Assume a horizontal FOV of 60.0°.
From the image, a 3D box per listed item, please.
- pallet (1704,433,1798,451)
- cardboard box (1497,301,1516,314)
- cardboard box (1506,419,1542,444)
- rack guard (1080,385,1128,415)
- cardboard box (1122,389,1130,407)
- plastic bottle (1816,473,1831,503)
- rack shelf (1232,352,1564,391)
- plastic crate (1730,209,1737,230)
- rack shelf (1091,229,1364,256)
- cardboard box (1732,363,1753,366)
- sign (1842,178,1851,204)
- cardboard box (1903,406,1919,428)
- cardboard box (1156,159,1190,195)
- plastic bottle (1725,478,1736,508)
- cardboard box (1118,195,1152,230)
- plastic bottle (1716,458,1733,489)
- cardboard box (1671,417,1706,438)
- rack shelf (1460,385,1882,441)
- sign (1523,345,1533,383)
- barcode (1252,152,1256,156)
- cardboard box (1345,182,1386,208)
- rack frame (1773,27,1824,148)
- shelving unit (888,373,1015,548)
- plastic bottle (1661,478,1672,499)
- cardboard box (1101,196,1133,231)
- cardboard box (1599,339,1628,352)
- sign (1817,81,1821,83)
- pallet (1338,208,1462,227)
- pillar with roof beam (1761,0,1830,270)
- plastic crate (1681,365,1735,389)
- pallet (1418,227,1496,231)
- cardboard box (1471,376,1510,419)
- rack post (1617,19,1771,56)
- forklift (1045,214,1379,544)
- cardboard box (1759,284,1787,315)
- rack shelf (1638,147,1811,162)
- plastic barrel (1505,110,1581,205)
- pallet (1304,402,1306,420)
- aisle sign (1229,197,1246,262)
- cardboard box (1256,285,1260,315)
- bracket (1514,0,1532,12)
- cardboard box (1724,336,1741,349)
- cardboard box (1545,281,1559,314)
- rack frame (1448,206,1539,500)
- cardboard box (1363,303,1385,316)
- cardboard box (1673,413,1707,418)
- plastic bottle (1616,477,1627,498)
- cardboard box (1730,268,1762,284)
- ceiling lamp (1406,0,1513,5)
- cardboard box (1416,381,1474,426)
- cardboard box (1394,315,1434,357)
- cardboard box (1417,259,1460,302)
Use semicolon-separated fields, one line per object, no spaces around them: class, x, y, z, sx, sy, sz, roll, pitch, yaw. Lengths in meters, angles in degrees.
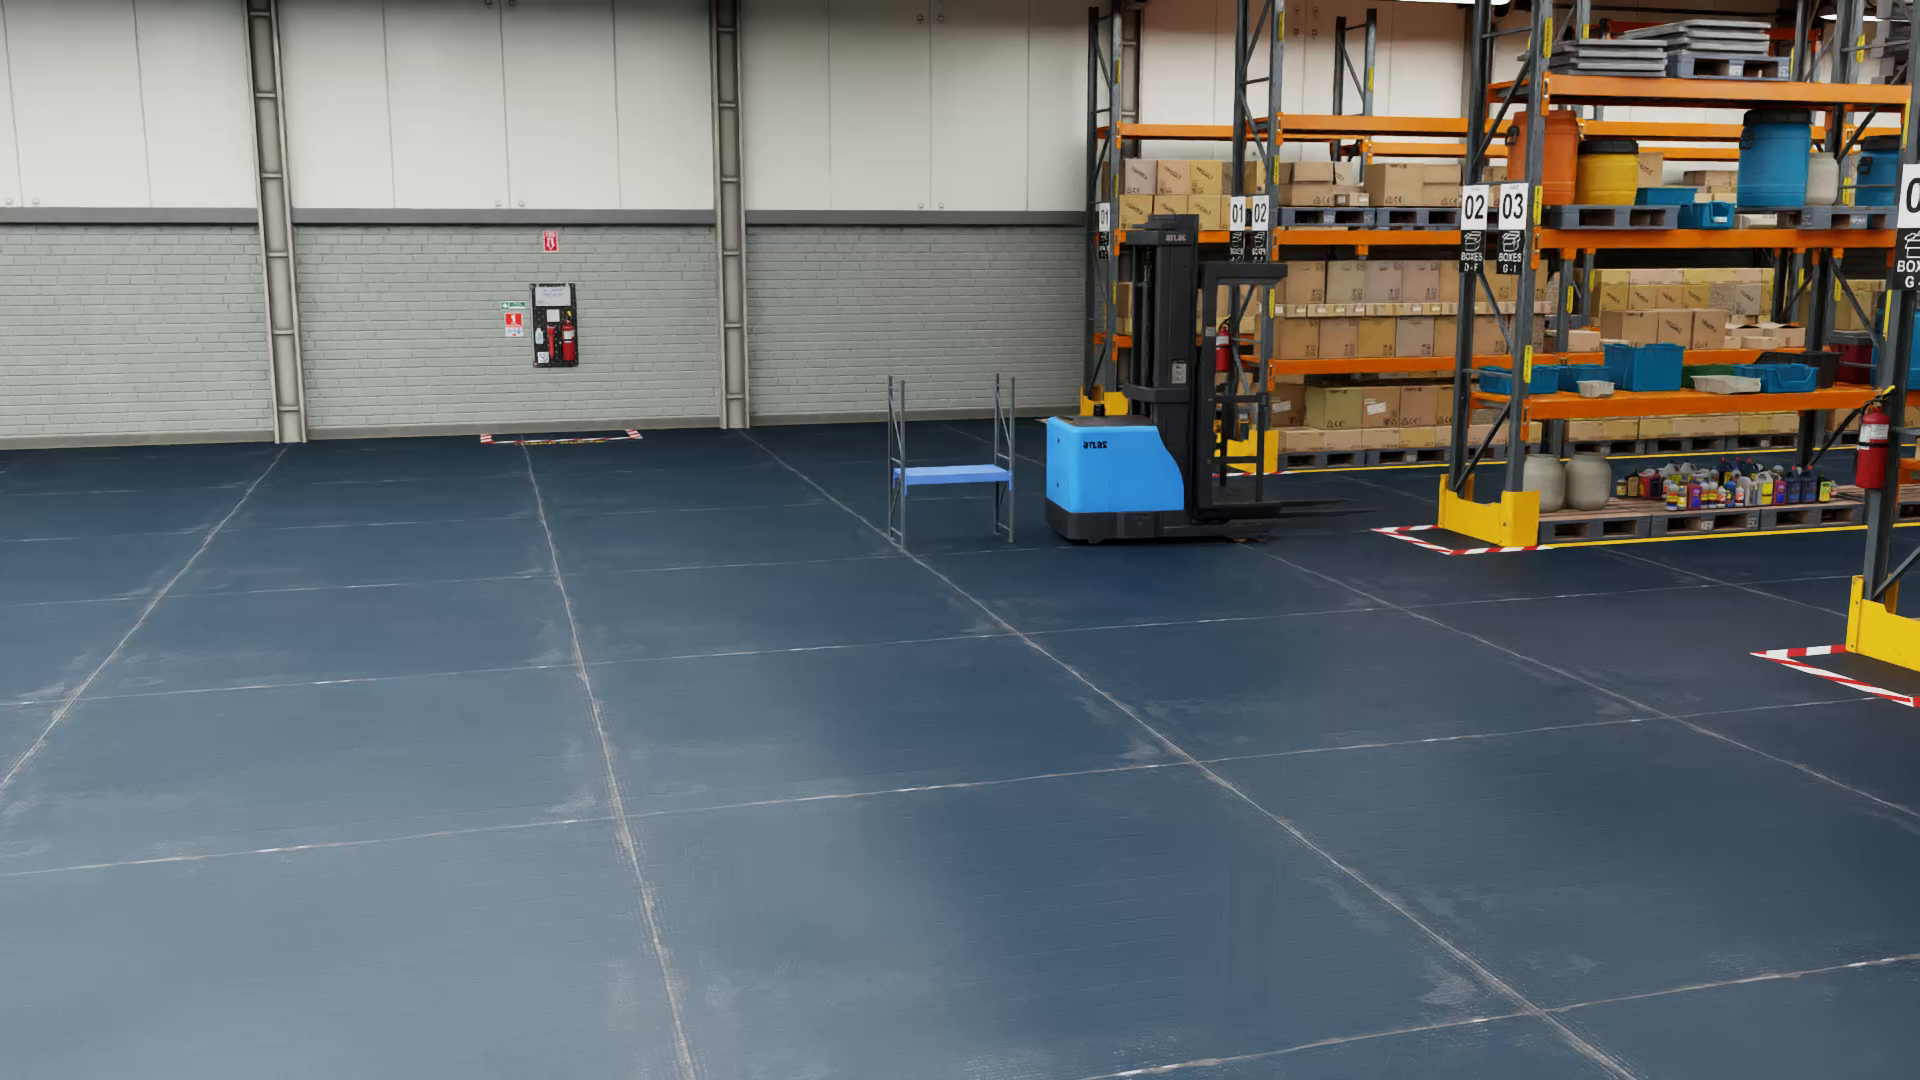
pallet;10.332;-1.364;22.075;1.213;0.211;1.003;-3;11;-16
cardboard box;6.603;-2.859;20.427;0.250;0.149;0.380;-3;11;-18
cardboard box;6.908;-1.360;20.790;0.500;0.250;0.500;-3;11;-16
rack guard;2.137;-2.001;24.737;0.348;0.500;1.175;-3;11;-16
cardboard box;2.753;-2.140;24.798;0.500;0.311;0.500;-4;11;-22
plastic bottle;8.304;-0.505;15.996;0.133;0.283;0.061;-2;11;-13
rack shelf;5.372;-2.113;20.428;4.000;0.370;1.077;-3;11;-16
plastic crate;7.082;-3.045;15.805;0.450;0.188;0.336;-3;11;-16
rack shelf;3.984;-4.449;24.833;4.000;0.370;1.077;-3;11;-16
cardboard box;12.998;-2.927;27.643;0.750;0.750;0.750;-3;11;-15
sign;11.280;-4.442;21.160;0.005;0.325;0.100;-3;11;-16
cardboard box;12.634;-1.782;22.336;0.500;0.500;0.500;-3;11;-17
cardboard box;2.997;-5.246;24.083;0.500;0.500;0.500;-3;11;-17
plastic bottle;7.281;-0.449;15.723;0.097;0.271;0.097;0;10;0
cardboard box;2.455;-4.734;24.063;0.500;0.500;0.500;-3;11;-14
plastic bottle;7.601;-0.642;16.552;0.185;0.351;0.144;-4;11;-18
cardboard box;9.226;-1.477;21.423;0.500;0.250;0.500;-3;11;-15
rack shelf;6.753;-1.251;15.749;4.000;0.370;1.077;-3;11;-16
sign;4.982;-1.544;14.589;0.005;0.325;0.100;-3;11;-16
barcode;4.450;-5.842;25.169;0.075;0.075;0.001;-3;11;-16
cardboard box;5.018;-4.204;20.217;0.500;0.311;0.500;-2;11;-9
rack frame;13.586;-6.784;27.245;0.127;3.000;1.000;-3;11;-16
shelving unit;-0.082;-0.733;15.091;1.048;1.500;0.538;-3;11;-16
plastic bottle;6.909;-0.508;16.236;0.097;0.201;0.097;0;10;0
cardboard box;2.394;-4.826;24.561;0.500;0.500;0.500;-2;11;-12
cardboard box;8.200;-2.453;20.986;0.250;0.149;0.380;-3;11;-16
sign;13.749;-7.188;26.644;0.005;0.325;0.100;-3;11;-16
pallet;5.312;-3.891;20.058;1.213;0.211;1.003;-3;11;-16
pillar with roof beam;15.219;-6.221;24.189;0.548;9.000;9.100;-3;11;-16
plastic crate;7.291;-1.583;16.147;0.662;0.188;0.450;-3;11;-16
pallet;7.522;-4.877;25.692;1.003;0.211;1.213;-3;11;-16
cardboard box;6.760;-1.822;21.224;0.500;0.500;0.500;-3;11;-16
rack post;6.685;-4.521;15.160;0.954;0.300;0.937;-3;11;-17
forklift;2.373;-1.513;15.374;3.031;2.935;1.130;-2;11;-10
cardboard box;13.213;-3.972;27.385;0.500;0.500;0.500;-3;11;-17
rack shelf;11.665;-6.132;26.797;4.000;0.370;1.077;-3;11;-16
plastic barrel;5.264;-3.444;15.040;0.708;0.830;0.600;-3;11;-16
pallet;5.269;-2.017;25.624;1.213;0.211;1.003;-3;11;-16
aisle sign;3.307;-3.691;19.837;0.004;0.787;0.394;-3;11;-16
cardboard box;4.573;-3.606;24.840;0.500;0.500;0.500;-3;11;-18
bracket;8.753;-8.396;26.058;0.430;0.232;0.235;-3;11;-16
cardboard box;9.924;-2.572;21.631;0.250;0.149;0.380;-2;11;-12
cardboard box;9.297;-3.871;26.501;0.500;0.500;0.700;-4;11;-23
rack frame;4.833;-1.504;15.135;0.127;3.000;1.000;-3;11;-16
cardboard box;4.880;-2.768;19.935;0.250;0.149;0.380;-3;11;-18
cardboard box;9.235;-1.753;21.375;0.500;0.311;0.500;-3;11;-14
plastic bottle;6.474;-0.513;16.267;0.097;0.201;0.097;0;10;0
cardboard box;12.715;-4.315;27.181;0.500;0.250;0.500;-3;11;-15
ceiling lamp;6.560;-8.755;21.831;2.000;3.185;0.800;-3;11;-16
cardboard box;5.946;-1.680;20.454;0.500;0.500;0.500;-3;11;-16
cardboard box;5.389;-2.515;20.348;0.500;0.500;0.700;-3;11;-14
cardboard box;5.902;-3.180;20.381;0.500;0.500;0.700;-3;11;-16
